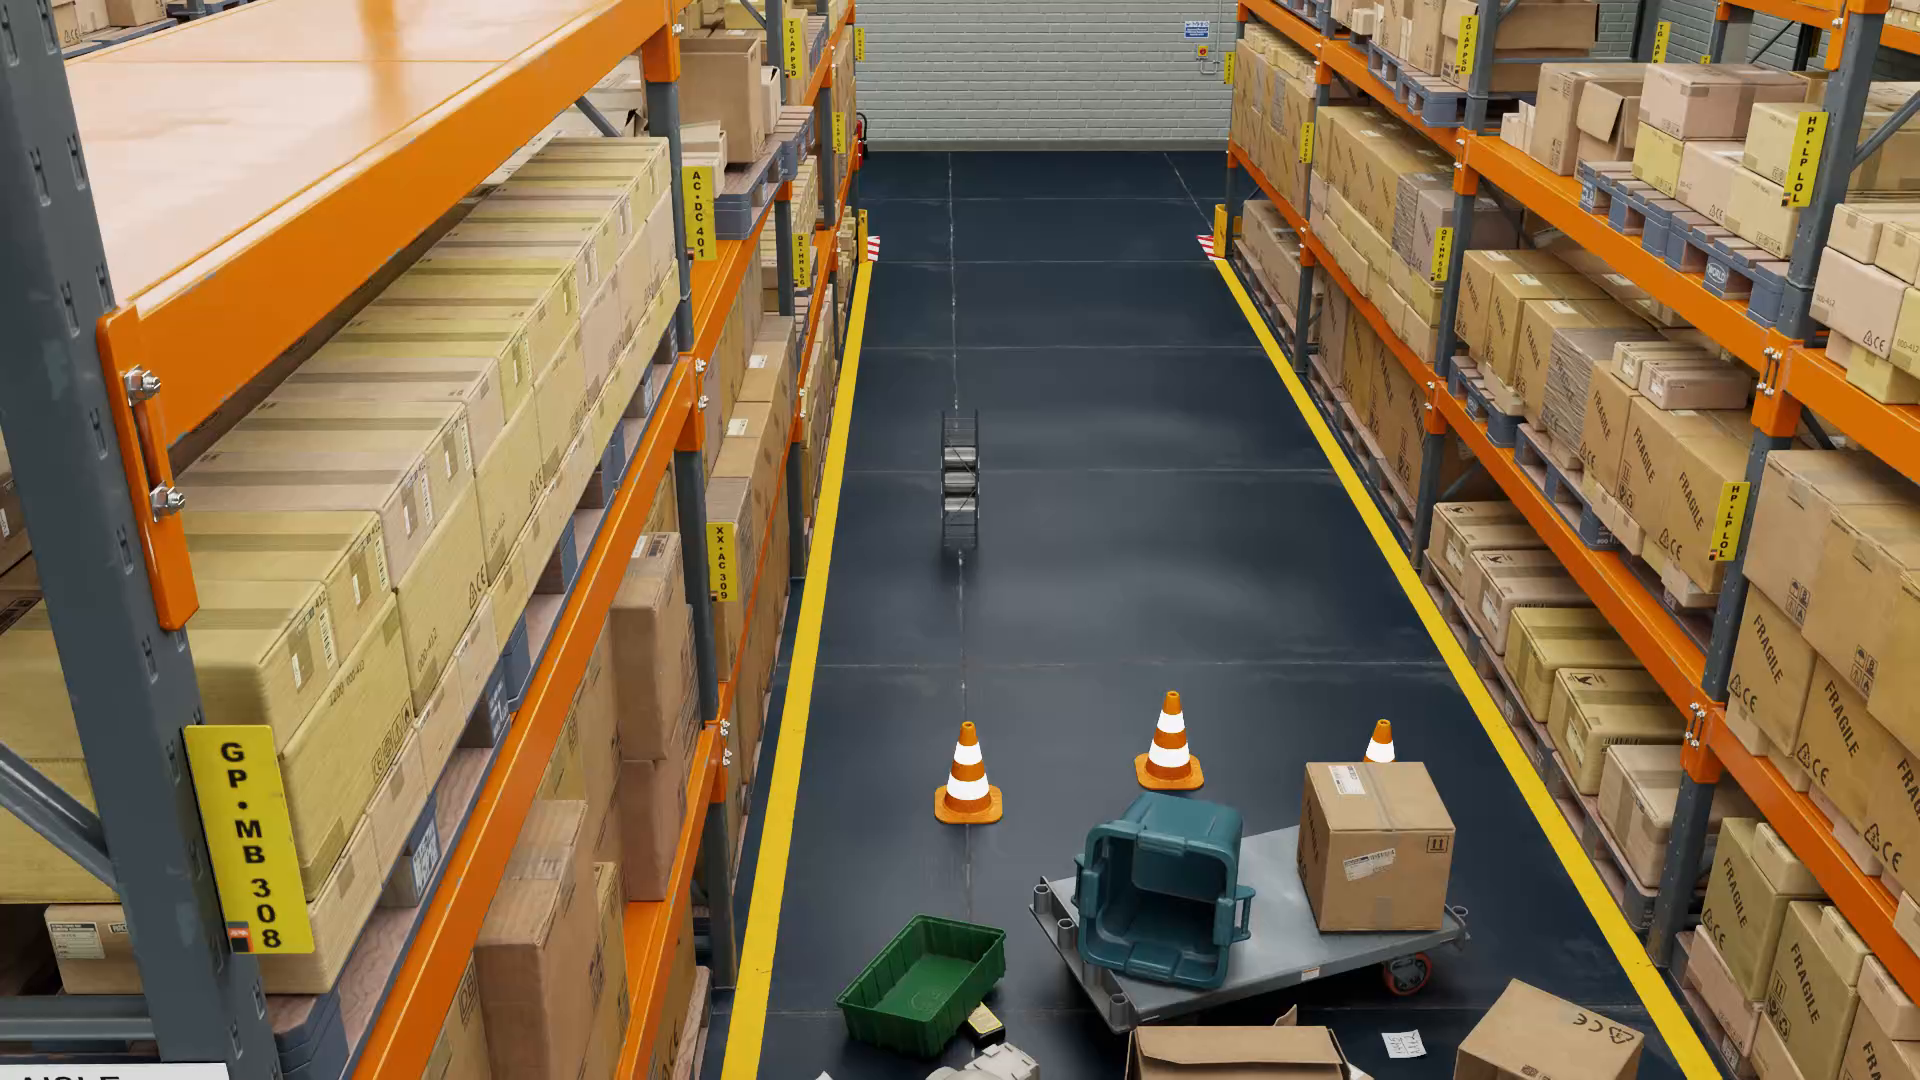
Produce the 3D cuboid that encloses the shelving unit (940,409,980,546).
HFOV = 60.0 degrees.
[{"bbox_3d":[0.000,-0.413,11.072,0.258,0.900,0.210,0,24,-1],"label":"shelving unit"}]

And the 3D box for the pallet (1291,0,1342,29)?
[{"bbox_3d":[3.410,-4.506,14.040,1.003,0.211,1.213,0,24,-1],"label":"pallet"}]

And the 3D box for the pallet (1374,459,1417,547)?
[{"bbox_3d":[3.519,-0.249,11.543,1.003,0.211,1.213,0,24,-1],"label":"pallet"}]

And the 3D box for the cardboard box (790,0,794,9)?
[{"bbox_3d":[-1.646,-4.225,12.681,0.700,0.500,0.500,0,24,0],"label":"cardboard box"}]

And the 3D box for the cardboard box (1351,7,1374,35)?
[{"bbox_3d":[3.072,-3.771,12.081,0.380,0.166,0.250,-2,24,-4],"label":"cardboard box"}]

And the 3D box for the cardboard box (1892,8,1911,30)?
[{"bbox_3d":[8.073,-4.366,13.928,0.380,0.149,0.250,0,24,-1],"label":"cardboard box"}]

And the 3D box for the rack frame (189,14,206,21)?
[{"bbox_3d":[-6.501,-2.798,13.796,1.000,3.000,0.127,0,24,-1],"label":"rack frame"}]

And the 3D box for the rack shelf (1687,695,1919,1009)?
[{"bbox_3d":[3.517,1.606,4.931,1.077,0.370,4.000,0,24,-1],"label":"rack shelf"}]

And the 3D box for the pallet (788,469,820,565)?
[{"bbox_3d":[-1.504,-0.181,11.395,1.003,0.211,1.213,0,24,-1],"label":"pallet"}]

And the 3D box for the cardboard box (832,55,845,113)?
[{"bbox_3d":[-1.297,-4.023,14.810,0.500,0.500,0.500,0,24,0],"label":"cardboard box"}]

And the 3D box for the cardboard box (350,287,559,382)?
[{"bbox_3d":[-1.111,-0.454,3.681,0.380,0.149,0.250,0,24,0],"label":"cardboard box"}]

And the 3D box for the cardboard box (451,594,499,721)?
[{"bbox_3d":[-1.102,0.222,3.153,0.380,0.149,0.250,0,24,0],"label":"cardboard box"}]

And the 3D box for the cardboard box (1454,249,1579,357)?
[{"bbox_3d":[3.225,-1.380,9.669,0.500,0.500,0.500,-1,24,-2],"label":"cardboard box"}]

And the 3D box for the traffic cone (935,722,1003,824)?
[{"bbox_3d":[0.042,1.115,8.224,0.336,0.463,0.334,0,24,-1],"label":"traffic cone"}]

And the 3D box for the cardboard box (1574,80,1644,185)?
[{"bbox_3d":[3.497,-1.979,8.221,0.797,0.503,0.637,0,24,-1],"label":"cardboard box"}]

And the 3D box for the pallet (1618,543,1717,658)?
[{"bbox_3d":[3.633,0.226,7.343,1.003,0.211,1.213,0,24,-1],"label":"pallet"}]

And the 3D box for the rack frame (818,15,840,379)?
[{"bbox_3d":[-1.540,-2.778,13.753,1.000,3.000,0.127,0,24,-1],"label":"rack frame"}]

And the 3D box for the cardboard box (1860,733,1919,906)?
[{"bbox_3d":[3.243,0.870,5.205,0.500,0.500,0.500,0,24,-1],"label":"cardboard box"}]

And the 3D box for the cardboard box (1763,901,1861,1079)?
[{"bbox_3d":[3.250,1.639,5.903,0.500,0.500,0.500,1,24,2],"label":"cardboard box"}]

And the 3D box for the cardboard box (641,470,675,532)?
[{"bbox_3d":[-1.483,0.110,5.874,0.875,0.550,0.550,0,24,-1],"label":"cardboard box"}]

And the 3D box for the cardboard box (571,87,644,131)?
[{"bbox_3d":[-1.698,-1.976,7.816,0.500,0.311,0.500,-1,24,-1],"label":"cardboard box"}]

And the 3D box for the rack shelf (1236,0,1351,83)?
[{"bbox_3d":[3.386,-4.705,15.246,1.077,0.370,4.000,0,24,-1],"label":"rack shelf"}]

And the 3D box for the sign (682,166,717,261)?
[{"bbox_3d":[-0.898,-1.123,5.730,0.100,0.325,0.005,0,24,-1],"label":"sign"}]

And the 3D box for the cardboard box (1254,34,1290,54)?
[{"bbox_3d":[3.075,-4.816,16.136,0.380,0.149,0.250,-1,24,-2],"label":"cardboard box"}]

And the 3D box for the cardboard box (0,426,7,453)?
[{"bbox_3d":[-1.761,-0.138,2.982,0.380,0.149,0.250,0,24,0],"label":"cardboard box"}]

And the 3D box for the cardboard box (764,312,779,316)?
[{"bbox_3d":[-1.300,-1.392,10.483,0.380,0.149,0.250,-1,24,-1],"label":"cardboard box"}]

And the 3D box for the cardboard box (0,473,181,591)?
[{"bbox_3d":[-1.699,0.089,2.963,0.500,0.250,0.500,0,24,0],"label":"cardboard box"}]

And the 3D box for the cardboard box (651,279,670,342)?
[{"bbox_3d":[-1.126,-0.718,5.232,0.380,0.149,0.250,0,24,0],"label":"cardboard box"}]

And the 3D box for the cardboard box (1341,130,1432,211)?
[{"bbox_3d":[3.162,-2.744,12.343,0.500,0.500,0.500,-1,24,-2],"label":"cardboard box"}]

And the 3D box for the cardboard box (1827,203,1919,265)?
[{"bbox_3d":[3.173,-1.030,5.584,0.380,0.149,0.250,-1,24,-1],"label":"cardboard box"}]

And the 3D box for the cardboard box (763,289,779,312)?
[{"bbox_3d":[-1.301,-1.542,10.455,0.380,0.149,0.250,1,24,2],"label":"cardboard box"}]

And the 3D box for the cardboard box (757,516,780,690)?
[{"bbox_3d":[-1.567,0.315,9.133,1.050,0.750,0.750,0,24,0],"label":"cardboard box"}]

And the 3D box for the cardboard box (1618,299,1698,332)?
[{"bbox_3d":[3.758,-0.959,8.739,0.500,0.500,0.500,-2,24,-4],"label":"cardboard box"}]

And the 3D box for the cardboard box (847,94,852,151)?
[{"bbox_3d":[-1.306,-4.002,15.977,0.500,0.500,0.500,0,24,0],"label":"cardboard box"}]

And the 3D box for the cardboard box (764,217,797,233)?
[{"bbox_3d":[-1.319,-2.102,11.330,0.380,0.149,0.250,1,24,2],"label":"cardboard box"}]

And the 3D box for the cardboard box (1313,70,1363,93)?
[{"bbox_3d":[3.192,-3.873,14.053,0.380,0.149,0.250,0,24,1],"label":"cardboard box"}]

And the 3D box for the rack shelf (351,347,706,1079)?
[{"bbox_3d":[-1.431,0.303,4.172,1.077,0.370,4.000,0,24,-1],"label":"rack shelf"}]

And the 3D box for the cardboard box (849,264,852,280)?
[{"bbox_3d":[-1.268,-2.682,16.489,0.380,0.149,0.250,-1,24,-3],"label":"cardboard box"}]

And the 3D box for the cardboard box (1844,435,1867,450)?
[{"bbox_3d":[3.844,-0.409,6.735,0.380,0.149,0.250,0,24,-1],"label":"cardboard box"}]

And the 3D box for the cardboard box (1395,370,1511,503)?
[{"bbox_3d":[3.527,-0.702,11.231,0.875,0.875,0.875,0,24,-1],"label":"cardboard box"}]

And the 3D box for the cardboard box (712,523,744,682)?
[{"bbox_3d":[-1.190,0.255,6.925,0.500,0.500,0.500,0,24,0],"label":"cardboard box"}]

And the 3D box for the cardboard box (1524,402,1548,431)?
[{"bbox_3d":[3.259,-0.694,8.940,0.380,0.149,0.250,1,24,3],"label":"cardboard box"}]

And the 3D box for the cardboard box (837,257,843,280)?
[{"bbox_3d":[-1.279,-2.515,15.399,0.380,0.149,0.250,0,24,1],"label":"cardboard box"}]

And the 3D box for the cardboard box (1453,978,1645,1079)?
[{"bbox_3d":[2.147,2.040,6.130,0.500,0.500,0.500,19,30,35],"label":"cardboard box"}]

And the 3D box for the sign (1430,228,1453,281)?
[{"bbox_3d":[2.897,-1.718,10.003,0.100,0.325,0.005,0,24,-1],"label":"sign"}]

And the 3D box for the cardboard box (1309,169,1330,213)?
[{"bbox_3d":[3.131,-2.819,13.418,0.500,0.250,0.500,-1,24,-2],"label":"cardboard box"}]

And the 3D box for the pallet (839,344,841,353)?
[{"bbox_3d":[-1.583,-1.784,14.939,1.003,0.211,1.213,0,24,-1],"label":"pallet"}]

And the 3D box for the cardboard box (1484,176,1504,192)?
[{"bbox_3d":[3.676,-2.104,10.927,0.500,0.500,0.500,0,24,0],"label":"cardboard box"}]

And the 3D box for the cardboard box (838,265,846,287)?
[{"bbox_3d":[-1.274,-2.490,15.705,0.380,0.149,0.250,0,24,-1],"label":"cardboard box"}]

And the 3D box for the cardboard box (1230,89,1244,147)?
[{"bbox_3d":[3.083,-4.337,17.078,0.500,0.500,0.500,0,24,-1],"label":"cardboard box"}]

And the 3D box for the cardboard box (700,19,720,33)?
[{"bbox_3d":[-1.775,-2.982,10.443,0.500,0.500,0.500,0,24,-1],"label":"cardboard box"}]

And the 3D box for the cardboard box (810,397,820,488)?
[{"bbox_3d":[-1.258,-0.682,11.642,0.500,0.500,0.500,0,24,0],"label":"cardboard box"}]

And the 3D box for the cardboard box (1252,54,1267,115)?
[{"bbox_3d":[3.111,-4.368,15.932,0.500,0.500,0.500,0,24,-1],"label":"cardboard box"}]
